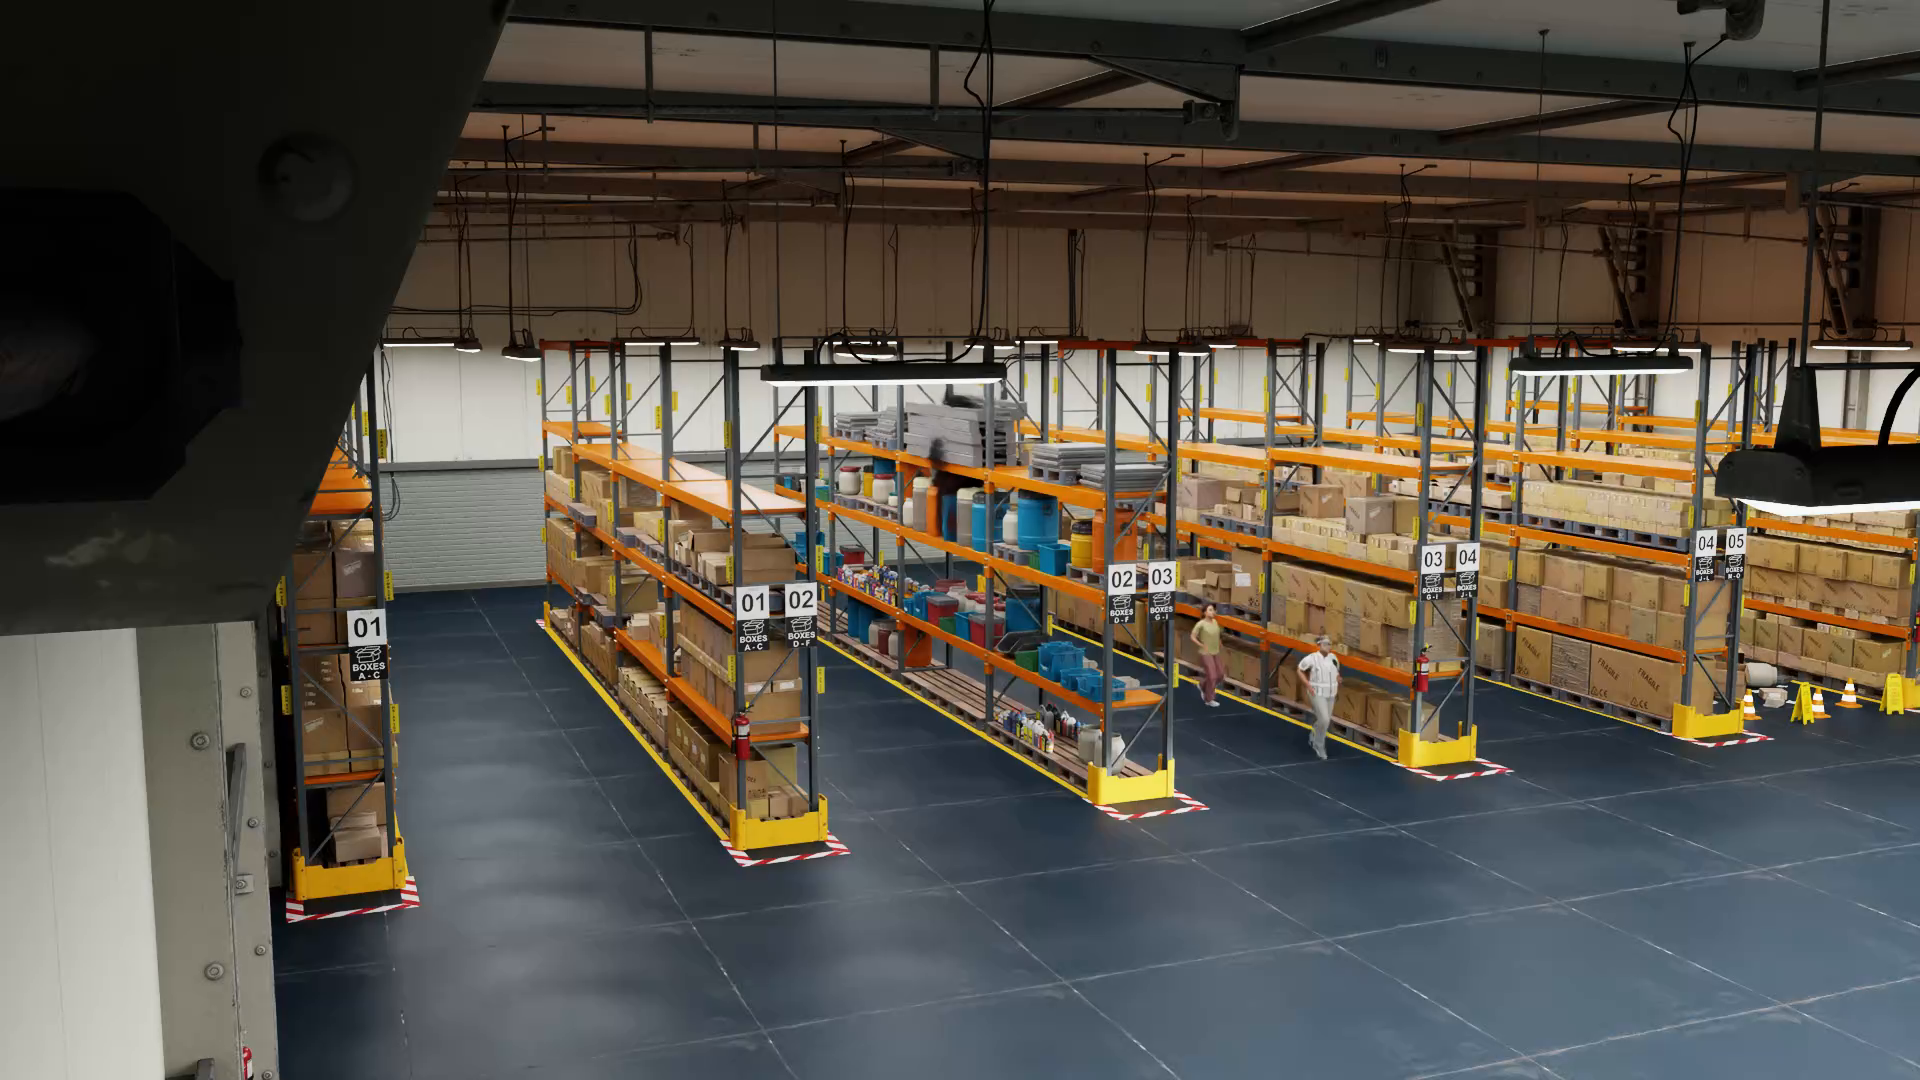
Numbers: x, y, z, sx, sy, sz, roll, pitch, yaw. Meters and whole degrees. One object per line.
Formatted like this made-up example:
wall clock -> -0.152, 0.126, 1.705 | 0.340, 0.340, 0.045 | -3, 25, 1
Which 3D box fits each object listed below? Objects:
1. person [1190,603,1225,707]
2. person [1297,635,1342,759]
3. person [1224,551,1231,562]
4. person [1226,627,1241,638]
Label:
person -> 3.934, 1.806, 26.377 | 0.580, 1.631, 0.553 | -5, 9, -32
person -> 5.343, 2.302, 24.444 | 0.630, 1.841, 0.665 | -4, 8, -26
person -> 7.021, -0.046, 42.312 | 0.848, 1.807, 0.685 | -3, 8, -22
person -> 5.431, 1.266, 32.845 | 0.620, 1.611, 0.803 | -4, 8, -26
